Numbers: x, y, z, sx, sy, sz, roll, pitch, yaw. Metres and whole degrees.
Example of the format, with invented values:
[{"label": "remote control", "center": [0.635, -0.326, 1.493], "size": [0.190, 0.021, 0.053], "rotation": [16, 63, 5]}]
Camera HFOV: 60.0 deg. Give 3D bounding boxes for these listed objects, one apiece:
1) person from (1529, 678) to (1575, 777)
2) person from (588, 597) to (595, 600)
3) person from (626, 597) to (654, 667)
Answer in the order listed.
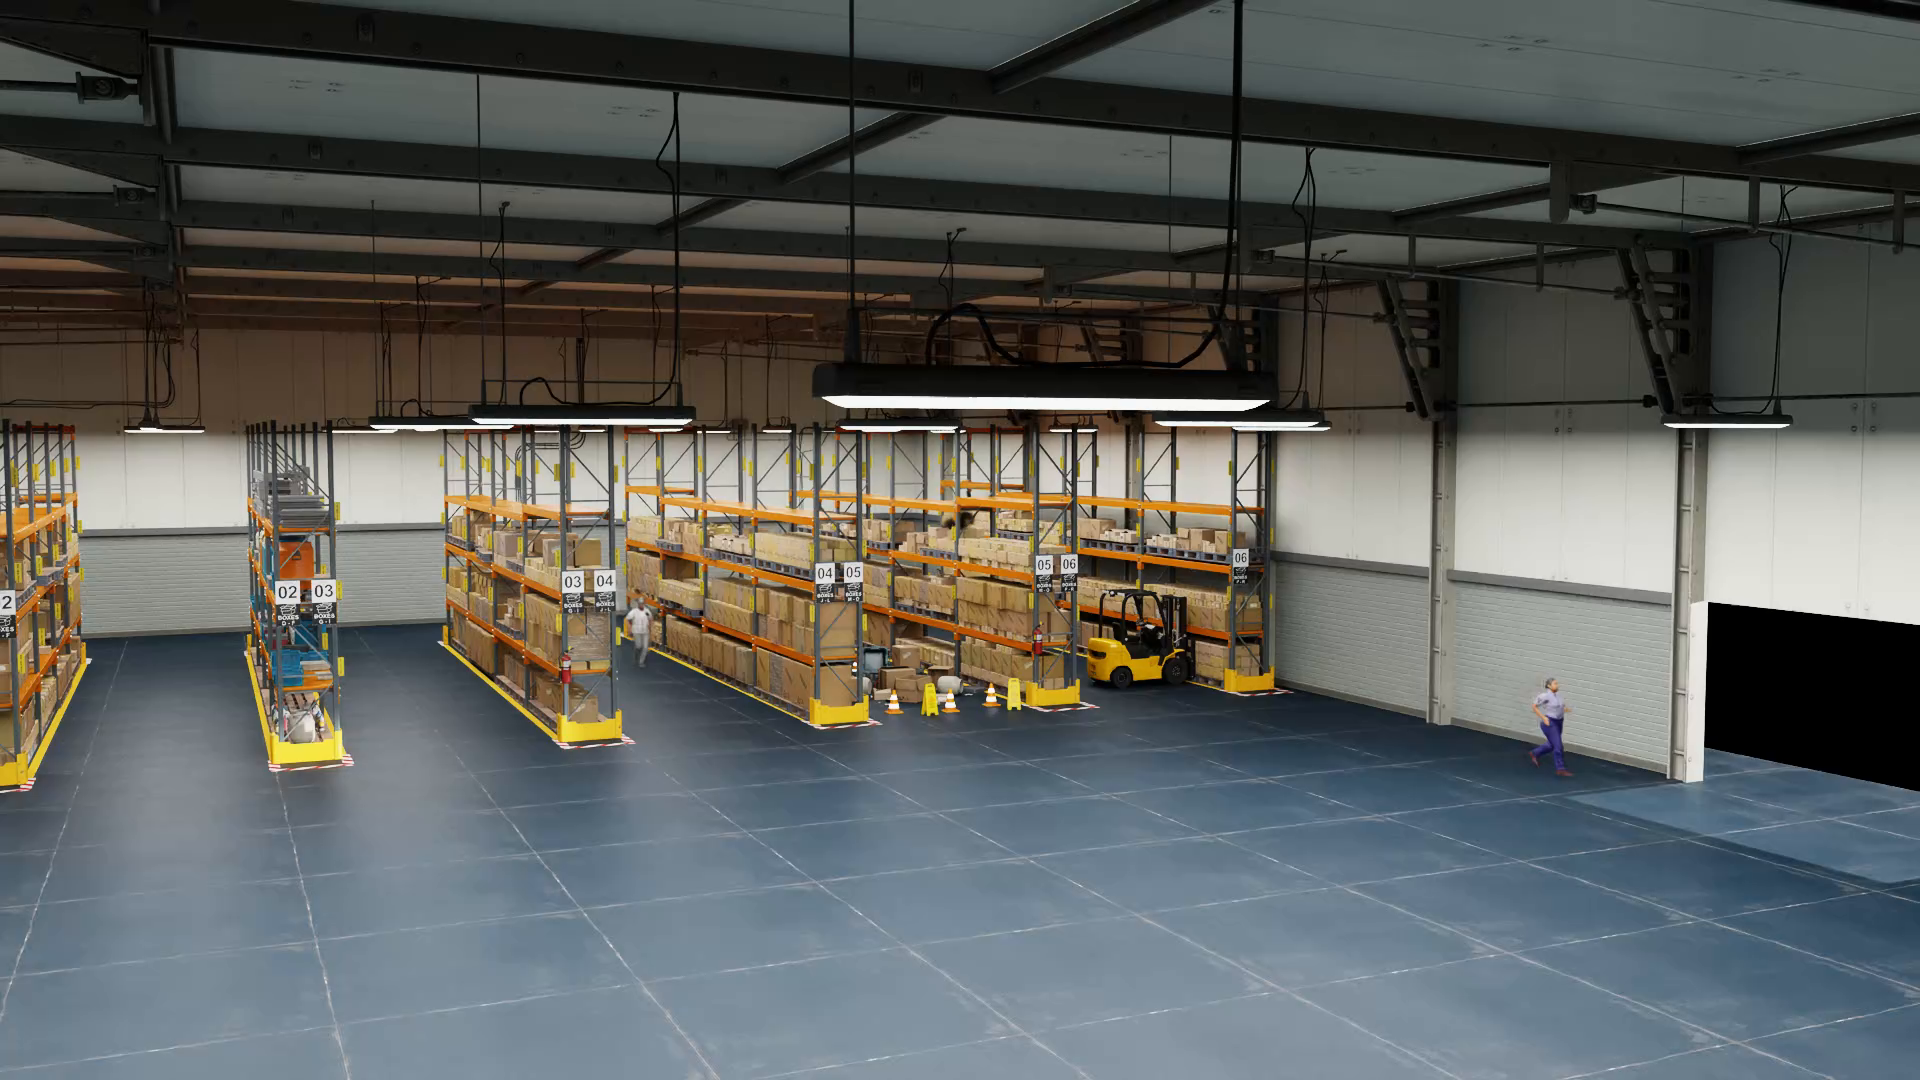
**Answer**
[{"label": "person", "center": [9.995, 3.136, 28.123], "size": [0.600, 1.624, 0.918], "rotation": [-3, 5, -41]}, {"label": "person", "center": [-10.471, 2.014, 46.874], "size": [0.557, 1.592, 0.746], "rotation": [0, 4, 0]}, {"label": "person", "center": [-7.870, 2.282, 41.112], "size": [0.665, 1.736, 0.587], "rotation": [-2, 4, -26]}]
